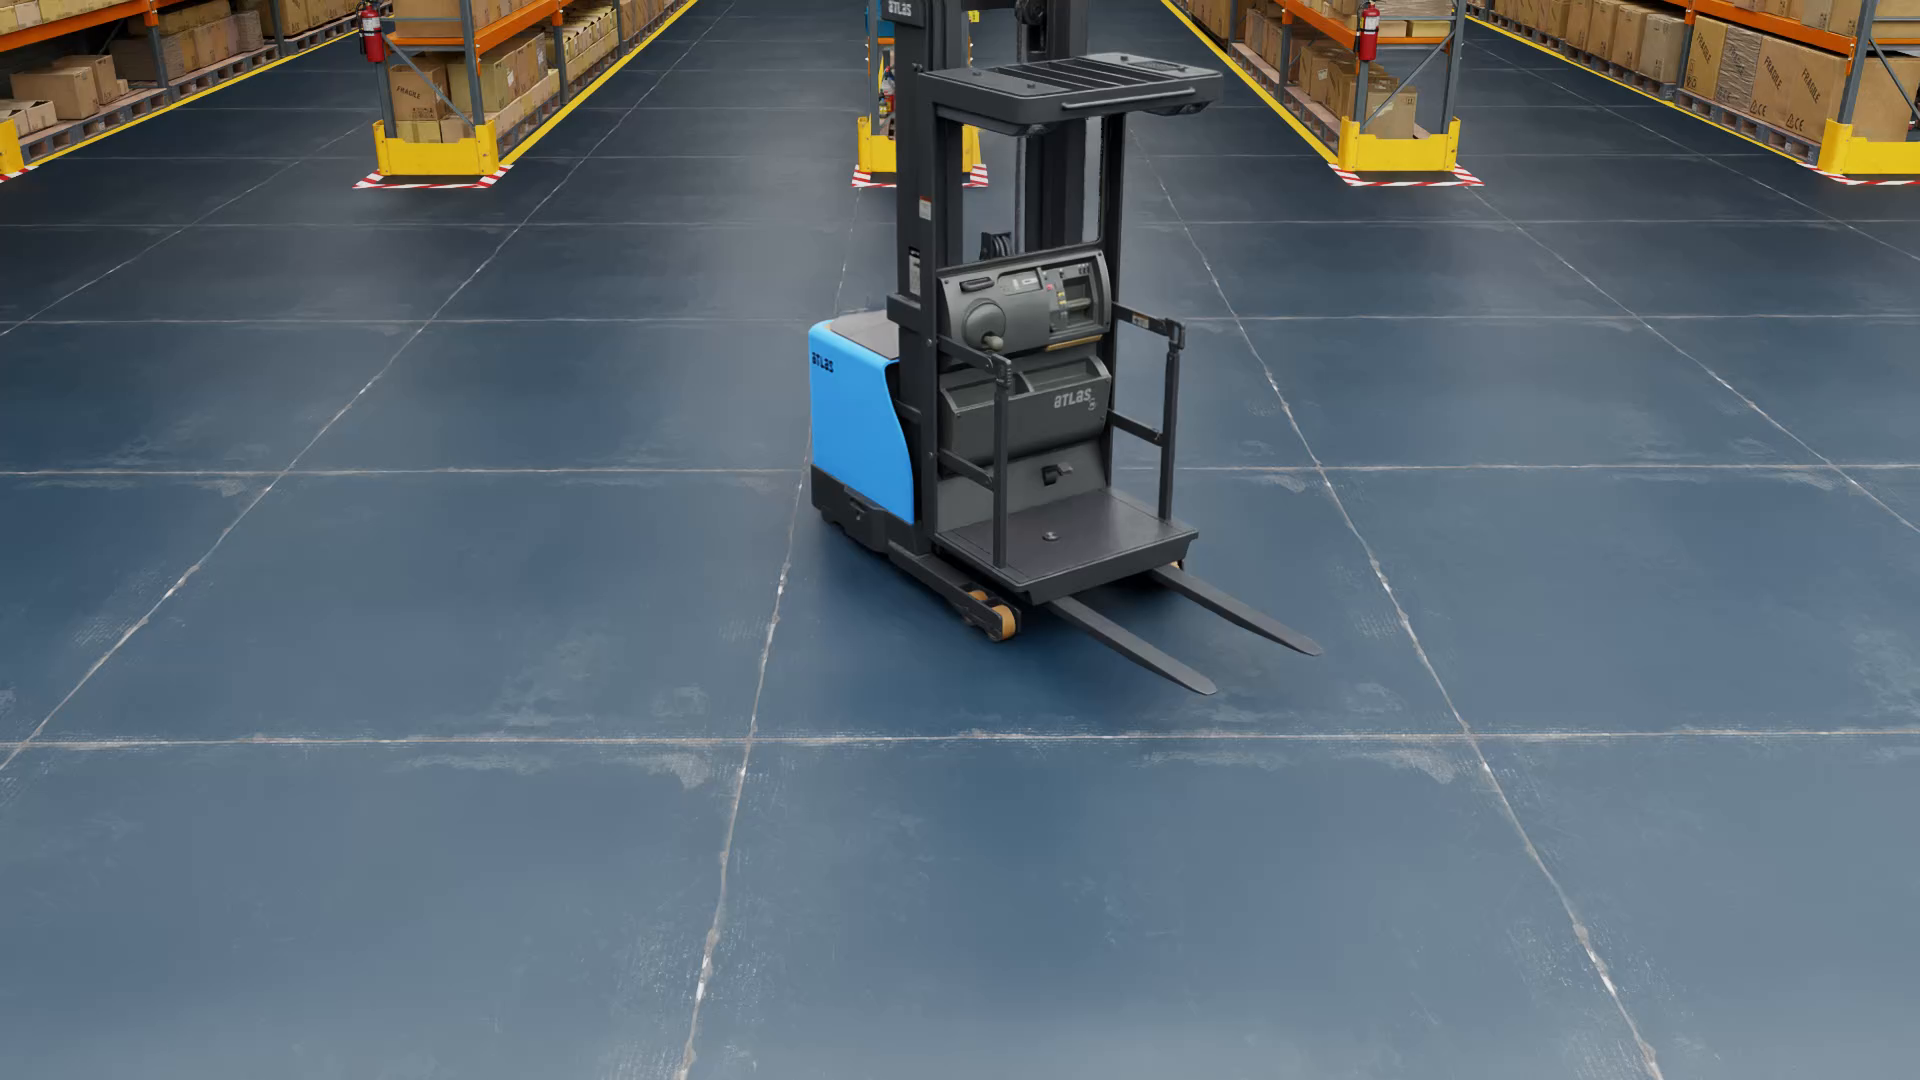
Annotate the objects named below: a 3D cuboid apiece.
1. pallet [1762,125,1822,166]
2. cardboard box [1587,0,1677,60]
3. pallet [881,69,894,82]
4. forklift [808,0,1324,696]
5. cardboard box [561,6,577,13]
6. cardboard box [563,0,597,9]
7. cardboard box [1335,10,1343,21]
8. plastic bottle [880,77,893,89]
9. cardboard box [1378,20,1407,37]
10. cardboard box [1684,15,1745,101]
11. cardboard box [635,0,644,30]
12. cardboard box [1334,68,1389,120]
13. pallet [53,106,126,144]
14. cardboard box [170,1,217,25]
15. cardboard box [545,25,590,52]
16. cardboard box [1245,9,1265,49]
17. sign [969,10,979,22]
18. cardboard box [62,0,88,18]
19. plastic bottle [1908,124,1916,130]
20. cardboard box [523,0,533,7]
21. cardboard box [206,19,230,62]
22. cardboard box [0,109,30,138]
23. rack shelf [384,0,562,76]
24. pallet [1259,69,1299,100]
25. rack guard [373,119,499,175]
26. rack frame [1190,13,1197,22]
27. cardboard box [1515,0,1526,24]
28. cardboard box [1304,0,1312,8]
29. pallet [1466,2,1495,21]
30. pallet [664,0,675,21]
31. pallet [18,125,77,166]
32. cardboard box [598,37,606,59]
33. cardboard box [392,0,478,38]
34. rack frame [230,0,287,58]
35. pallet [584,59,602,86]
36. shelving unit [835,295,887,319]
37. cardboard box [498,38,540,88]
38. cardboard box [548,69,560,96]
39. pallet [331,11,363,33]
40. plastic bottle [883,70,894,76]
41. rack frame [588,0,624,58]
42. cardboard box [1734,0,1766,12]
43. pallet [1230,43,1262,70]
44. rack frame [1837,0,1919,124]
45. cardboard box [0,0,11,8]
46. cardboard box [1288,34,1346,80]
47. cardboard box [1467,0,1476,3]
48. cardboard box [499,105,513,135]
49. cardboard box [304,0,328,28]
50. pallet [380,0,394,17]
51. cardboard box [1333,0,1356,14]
[{"bbox_3d":[9.416,-4.258,17.910,1.003,0.211,1.213,0,24,-1],"label":"pallet"},{"bbox_3d":[9.345,-7.051,22.921,1.050,0.750,0.750,0,24,0],"label":"cardboard box"},{"bbox_3d":[-0.502,-5.898,21.535,1.003,0.211,1.213,0,24,-1],"label":"pallet"},{"bbox_3d":[0.439,-1.091,7.605,1.130,2.935,3.031,-16,29,-31],"label":"forklift"},{"bbox_3d":[-5.739,-7.450,23.728,0.500,0.311,0.500,1,24,1],"label":"cardboard box"},{"bbox_3d":[-5.696,-7.919,25.118,0.500,0.500,0.500,1,24,2],"label":"cardboard box"},{"bbox_3d":[4.303,-5.736,18.098,0.380,0.149,0.250,0,24,-1],"label":"cardboard box"},{"bbox_3d":[-0.852,-5.175,19.232,0.144,0.351,0.185,1,24,2],"label":"plastic bottle"},{"bbox_3d":[4.333,-5.221,16.959,0.380,0.149,0.250,0,24,-1],"label":"cardboard box"},{"bbox_3d":[9.396,-5.812,20.029,0.875,0.875,0.875,0,24,0],"label":"cardboard box"},{"bbox_3d":[-5.182,-8.146,25.620,0.500,0.500,0.500,-1,24,-1],"label":"cardboard box"},{"bbox_3d":[4.523,-5.033,18.763,0.500,0.500,0.500,2,24,4],"label":"cardboard box"},{"bbox_3d":[-10.302,-4.750,18.995,1.003,0.211,1.213,0,24,-1],"label":"pallet"},{"bbox_3d":[-10.390,-7.109,22.417,0.500,0.250,0.500,0,24,-1],"label":"cardboard box"},{"bbox_3d":[-5.170,-6.610,21.871,0.500,0.311,0.500,-1,24,-2],"label":"cardboard box"},{"bbox_3d":[4.482,-7.301,23.753,0.700,0.500,0.500,-2,24,-3],"label":"cardboard box"},{"bbox_3d":[0.140,-5.324,16.545,0.100,0.325,0.005,0,24,-1],"label":"sign"},{"bbox_3d":[-10.028,-5.928,18.375,0.500,0.250,0.500,0,24,0],"label":"cardboard box"},{"bbox_3d":[10.902,-4.774,19.231,0.283,0.061,0.133,-9,26,-19],"label":"plastic bottle"},{"bbox_3d":[-5.384,-6.470,19.294,0.700,0.500,0.500,-1,24,-1],"label":"cardboard box"},{"bbox_3d":[-10.421,-6.797,22.637,0.700,0.500,0.500,0,24,-1],"label":"cardboard box"},{"bbox_3d":[-10.235,-4.413,17.597,0.500,0.311,0.500,-3,25,-7],"label":"cardboard box"},{"bbox_3d":[-5.385,-5.673,18.525,1.077,0.370,4.000,0,24,-1],"label":"rack shelf"},{"bbox_3d":[4.488,-5.918,21.578,1.003,0.211,1.213,0,24,-1],"label":"pallet"},{"bbox_3d":[-5.363,-4.027,17.048,1.175,0.500,0.348,0,24,-1],"label":"rack guard"},{"bbox_3d":[4.411,-10.164,27.583,1.000,3.000,0.127,0,24,-1],"label":"rack frame"},{"bbox_3d":[9.141,-8.458,26.334,0.500,0.500,0.500,0,24,0],"label":"cardboard box"},{"bbox_3d":[4.194,-6.251,19.236,0.380,0.149,0.250,0,24,-1],"label":"cardboard box"},{"bbox_3d":[9.329,-9.151,28.727,1.003,0.211,1.213,0,24,-1],"label":"pallet"},{"bbox_3d":[-5.501,-9.133,28.688,1.003,0.211,1.213,0,24,-1],"label":"pallet"},{"bbox_3d":[-10.291,-4.248,17.887,1.003,0.211,1.213,0,24,-1],"label":"pallet"},{"bbox_3d":[-5.190,-6.776,22.919,0.500,0.250,0.500,0,24,1],"label":"cardboard box"},{"bbox_3d":[-5.356,-5.414,16.960,0.700,0.500,0.500,0,24,-1],"label":"cardboard box"},{"bbox_3d":[-10.404,-8.449,23.791,1.000,3.000,0.127,0,24,-1],"label":"rack frame"},{"bbox_3d":[-5.471,-6.361,22.559,1.003,0.211,1.213,0,24,-1],"label":"pallet"},{"bbox_3d":[-0.522,-0.811,9.252,0.215,1.050,0.252,-12,24,-25],"label":"shelving unit"},{"bbox_3d":[-5.181,-5.503,19.193,0.500,0.500,0.500,0,24,-1],"label":"cardboard box"},{"bbox_3d":[-5.184,-5.573,20.259,0.500,0.250,0.500,0,24,-1],"label":"cardboard box"},{"bbox_3d":[-10.364,-8.509,27.308,1.003,0.211,1.213,0,24,-1],"label":"pallet"},{"bbox_3d":[-0.858,-5.538,20.127,0.152,0.276,0.135,1,24,1],"label":"plastic bottle"},{"bbox_3d":[-5.451,-8.473,23.844,1.000,3.000,0.127,0,24,-1],"label":"rack frame"},{"bbox_3d":[9.392,-6.315,18.891,0.875,0.550,0.550,0,24,-1],"label":"cardboard box"},{"bbox_3d":[4.462,-6.923,23.801,1.003,0.211,1.213,0,24,-1],"label":"pallet"},{"bbox_3d":[9.503,-5.200,16.607,1.000,3.000,0.127,0,24,-1],"label":"rack frame"},{"bbox_3d":[-10.022,-5.633,16.813,0.500,0.500,0.500,0,24,0],"label":"cardboard box"},{"bbox_3d":[4.513,-6.182,21.278,0.700,0.500,0.500,-2,24,-5],"label":"cardboard box"},{"bbox_3d":[9.040,-9.413,28.873,0.380,0.149,0.250,-1,24,-2],"label":"cardboard box"},{"bbox_3d":[-5.156,-4.543,17.981,0.500,0.250,0.500,0,24,-1],"label":"cardboard box"},{"bbox_3d":[-10.284,-8.325,25.617,0.750,0.750,0.750,0,24,-1],"label":"cardboard box"},{"bbox_3d":[-10.378,-9.140,28.704,1.003,0.211,1.213,0,24,-1],"label":"pallet"},{"bbox_3d":[4.438,-5.833,17.524,0.875,0.500,0.500,0,24,-1],"label":"cardboard box"}]
